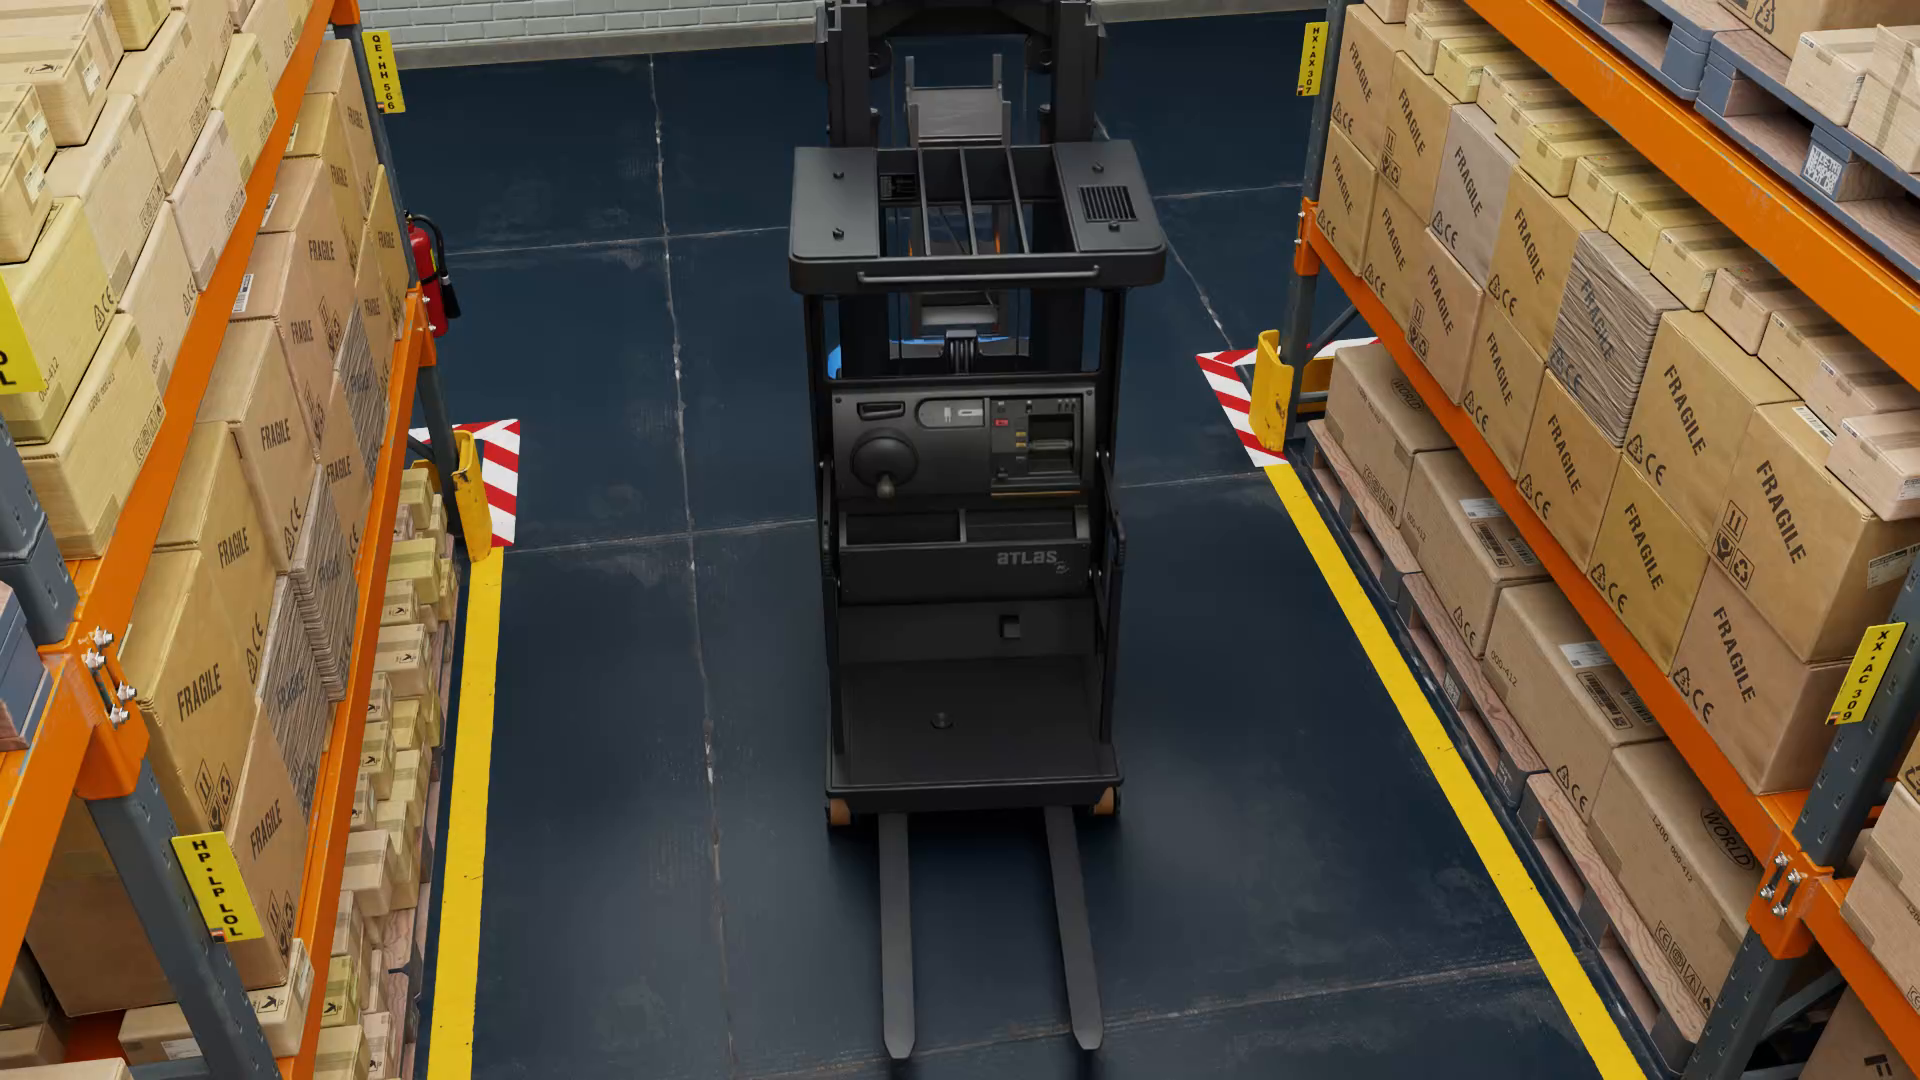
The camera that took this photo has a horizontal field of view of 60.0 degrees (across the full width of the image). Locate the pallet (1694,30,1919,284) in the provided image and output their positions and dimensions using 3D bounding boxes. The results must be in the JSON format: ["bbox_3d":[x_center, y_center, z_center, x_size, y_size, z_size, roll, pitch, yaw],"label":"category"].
[{"bbox_3d":[2.647,-0.999,4.218,1.003,0.211,1.213,-6,38,-8],"label":"pallet"}]

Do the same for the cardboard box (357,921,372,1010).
[{"bbox_3d":[-2.079,1.379,5.269,0.380,0.149,0.250,-8,39,-10],"label":"cardboard box"}]

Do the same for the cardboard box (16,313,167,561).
[{"bbox_3d":[-1.897,-0.194,3.232,0.500,0.250,0.500,-4,38,-6],"label":"cardboard box"}]

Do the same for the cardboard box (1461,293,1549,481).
[{"bbox_3d":[2.172,-0.576,5.965,0.500,0.500,0.500,-5,38,-6],"label":"cardboard box"}]

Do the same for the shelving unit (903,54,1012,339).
[{"bbox_3d":[-0.013,-1.036,7.372,0.431,2.100,0.503,-2,38,-3],"label":"shelving unit"}]

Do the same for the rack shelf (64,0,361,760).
[{"bbox_3d":[-2.426,-0.869,4.565,1.077,0.370,4.000,-6,38,-8],"label":"rack shelf"}]

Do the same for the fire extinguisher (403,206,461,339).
[{"bbox_3d":[-2.367,-1.201,7.217,0.296,0.674,0.183,-6,38,-8],"label":"fire extinguisher"}]

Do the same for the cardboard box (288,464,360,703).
[{"bbox_3d":[-2.061,0.150,4.788,0.500,0.500,0.500,-7,38,-9],"label":"cardboard box"}]

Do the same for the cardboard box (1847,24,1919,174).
[{"bbox_3d":[2.353,-1.042,3.887,0.396,0.266,0.258,-5,38,-6],"label":"cardboard box"}]

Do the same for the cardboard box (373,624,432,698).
[{"bbox_3d":[-2.192,0.461,6.208,0.380,0.149,0.250,-5,38,-6],"label":"cardboard box"}]

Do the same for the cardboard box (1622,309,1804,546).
[{"bbox_3d":[2.345,-0.351,4.860,0.500,0.500,0.500,-7,38,-9],"label":"cardboard box"}]

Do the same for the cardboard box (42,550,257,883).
[{"bbox_3d":[-1.915,0.389,3.665,0.500,0.500,0.500,-5,38,-7],"label":"cardboard box"}]

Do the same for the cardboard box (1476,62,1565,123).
[{"bbox_3d":[2.079,-1.586,5.922,0.380,0.149,0.250,-6,38,-8],"label":"cardboard box"}]

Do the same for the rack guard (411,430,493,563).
[{"bbox_3d":[-2.763,-0.144,7.527,1.175,0.500,0.348,-6,38,-8],"label":"rack guard"}]

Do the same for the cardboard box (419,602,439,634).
[{"bbox_3d":[-2.310,0.268,6.699,0.380,0.149,0.250,-8,39,-10],"label":"cardboard box"}]

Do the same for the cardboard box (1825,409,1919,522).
[{"bbox_3d":[2.413,-0.196,4.132,0.380,0.149,0.250,-7,38,-9],"label":"cardboard box"}]

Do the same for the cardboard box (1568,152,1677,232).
[{"bbox_3d":[2.193,-1.122,5.324,0.380,0.149,0.250,-6,38,-8],"label":"cardboard box"}]

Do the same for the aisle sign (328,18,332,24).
[{"bbox_3d":[-2.494,-2.280,6.120,0.394,0.787,0.004,-6,38,-8],"label":"aisle sign"}]

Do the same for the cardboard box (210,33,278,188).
[{"bbox_3d":[-2.154,-1.128,4.434,0.500,0.250,0.500,-5,38,-6],"label":"cardboard box"}]

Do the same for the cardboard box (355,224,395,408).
[{"bbox_3d":[-2.359,-0.778,5.983,0.500,0.500,0.500,-7,38,-9],"label":"cardboard box"}]

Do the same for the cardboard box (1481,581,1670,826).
[{"bbox_3d":[2.618,0.561,6.330,0.875,0.438,0.875,-7,38,-9],"label":"cardboard box"}]

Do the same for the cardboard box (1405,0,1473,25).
[{"bbox_3d":[1.985,-2.066,6.539,0.380,0.149,0.250,-5,38,-7],"label":"cardboard box"}]

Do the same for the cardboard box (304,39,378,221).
[{"bbox_3d":[-2.452,-1.479,6.069,0.500,0.500,0.500,-7,38,-9],"label":"cardboard box"}]

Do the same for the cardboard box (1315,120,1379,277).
[{"bbox_3d":[1.880,-1.489,7.140,0.500,0.500,0.500,-7,38,-8],"label":"cardboard box"}]

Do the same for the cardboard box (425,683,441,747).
[{"bbox_3d":[-2.210,0.687,6.402,0.380,0.149,0.250,-8,39,-10],"label":"cardboard box"}]

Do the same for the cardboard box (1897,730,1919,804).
[{"bbox_3d":[2.574,0.508,3.754,0.500,0.500,0.500,-6,38,-7],"label":"cardboard box"}]

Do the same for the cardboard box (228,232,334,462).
[{"bbox_3d":[-2.167,-0.540,4.862,0.500,0.500,0.500,-7,38,-10],"label":"cardboard box"}]

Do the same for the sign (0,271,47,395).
[{"bbox_3d":[-1.530,-0.367,2.590,0.100,0.325,0.005,-6,38,-8],"label":"sign"}]

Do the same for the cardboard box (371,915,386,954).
[{"bbox_3d":[-2.140,1.333,5.571,0.380,0.149,0.250,-8,39,-10],"label":"cardboard box"}]

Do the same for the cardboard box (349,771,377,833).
[{"bbox_3d":[-2.176,0.941,5.591,0.380,0.149,0.250,-8,39,-10],"label":"cardboard box"}]

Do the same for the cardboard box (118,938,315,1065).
[{"bbox_3d":[-1.803,1.132,4.052,0.380,0.149,0.250,-5,38,-6],"label":"cardboard box"}]

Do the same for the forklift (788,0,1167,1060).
[{"bbox_3d":[0.030,-0.276,5.716,1.130,2.935,3.031,-2,38,-3],"label":"forklift"}]

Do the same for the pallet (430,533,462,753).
[{"bbox_3d":[-2.656,0.465,6.979,1.003,0.211,1.213,-6,38,-8],"label":"pallet"}]

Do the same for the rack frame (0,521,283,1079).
[{"bbox_3d":[-2.076,1.239,3.710,1.000,3.000,0.127,-6,38,-8],"label":"rack frame"}]

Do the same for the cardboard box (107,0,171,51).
[{"bbox_3d":[-2.071,-1.242,3.848,0.380,0.149,0.250,-4,38,-6],"label":"cardboard box"}]

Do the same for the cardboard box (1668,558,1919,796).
[{"bbox_3d":[2.447,0.354,4.768,0.500,0.500,0.500,-6,38,-8],"label":"cardboard box"}]

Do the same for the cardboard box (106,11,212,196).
[{"bbox_3d":[-2.081,-1.007,3.870,0.500,0.250,0.500,-6,38,-7],"label":"cardboard box"}]

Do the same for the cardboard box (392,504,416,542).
[{"bbox_3d":[-2.447,-0.001,6.803,0.380,0.149,0.250,-6,38,-7],"label":"cardboard box"}]

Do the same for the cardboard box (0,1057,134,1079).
[{"bbox_3d":[-1.813,1.159,3.190,0.380,0.149,0.250,-5,38,-6],"label":"cardboard box"}]

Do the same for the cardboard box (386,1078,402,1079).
[{"bbox_3d":[-1.870,1.784,4.990,0.380,0.149,0.250,-5,38,-7],"label":"cardboard box"}]

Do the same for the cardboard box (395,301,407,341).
[{"bbox_3d":[-2.441,-0.911,6.682,0.380,0.149,0.250,-6,38,-8],"label":"cardboard box"}]

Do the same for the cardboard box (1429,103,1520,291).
[{"bbox_3d":[2.078,-1.262,6.033,0.500,0.500,0.500,-7,38,-8],"label":"cardboard box"}]

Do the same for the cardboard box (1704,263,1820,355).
[{"bbox_3d":[2.377,-0.670,4.742,0.380,0.149,0.250,-7,38,-8],"label":"cardboard box"}]

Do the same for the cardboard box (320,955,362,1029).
[{"bbox_3d":[-2.015,1.414,4.982,0.380,0.149,0.250,-7,38,-9],"label":"cardboard box"}]

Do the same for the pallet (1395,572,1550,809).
[{"bbox_3d":[2.507,0.541,6.882,1.003,0.211,1.213,-6,38,-8],"label":"pallet"}]

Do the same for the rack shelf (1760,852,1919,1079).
[{"bbox_3d":[3.131,2.138,3.139,1.077,0.370,4.000,-6,38,-8],"label":"rack shelf"}]

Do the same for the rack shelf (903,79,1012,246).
[{"bbox_3d":[-0.013,-1.578,6.951,0.431,0.518,0.480,-2,38,-3],"label":"rack shelf"}]

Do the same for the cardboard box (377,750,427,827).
[{"bbox_3d":[-2.105,0.899,5.886,0.380,0.149,0.250,-6,38,-7],"label":"cardboard box"}]
